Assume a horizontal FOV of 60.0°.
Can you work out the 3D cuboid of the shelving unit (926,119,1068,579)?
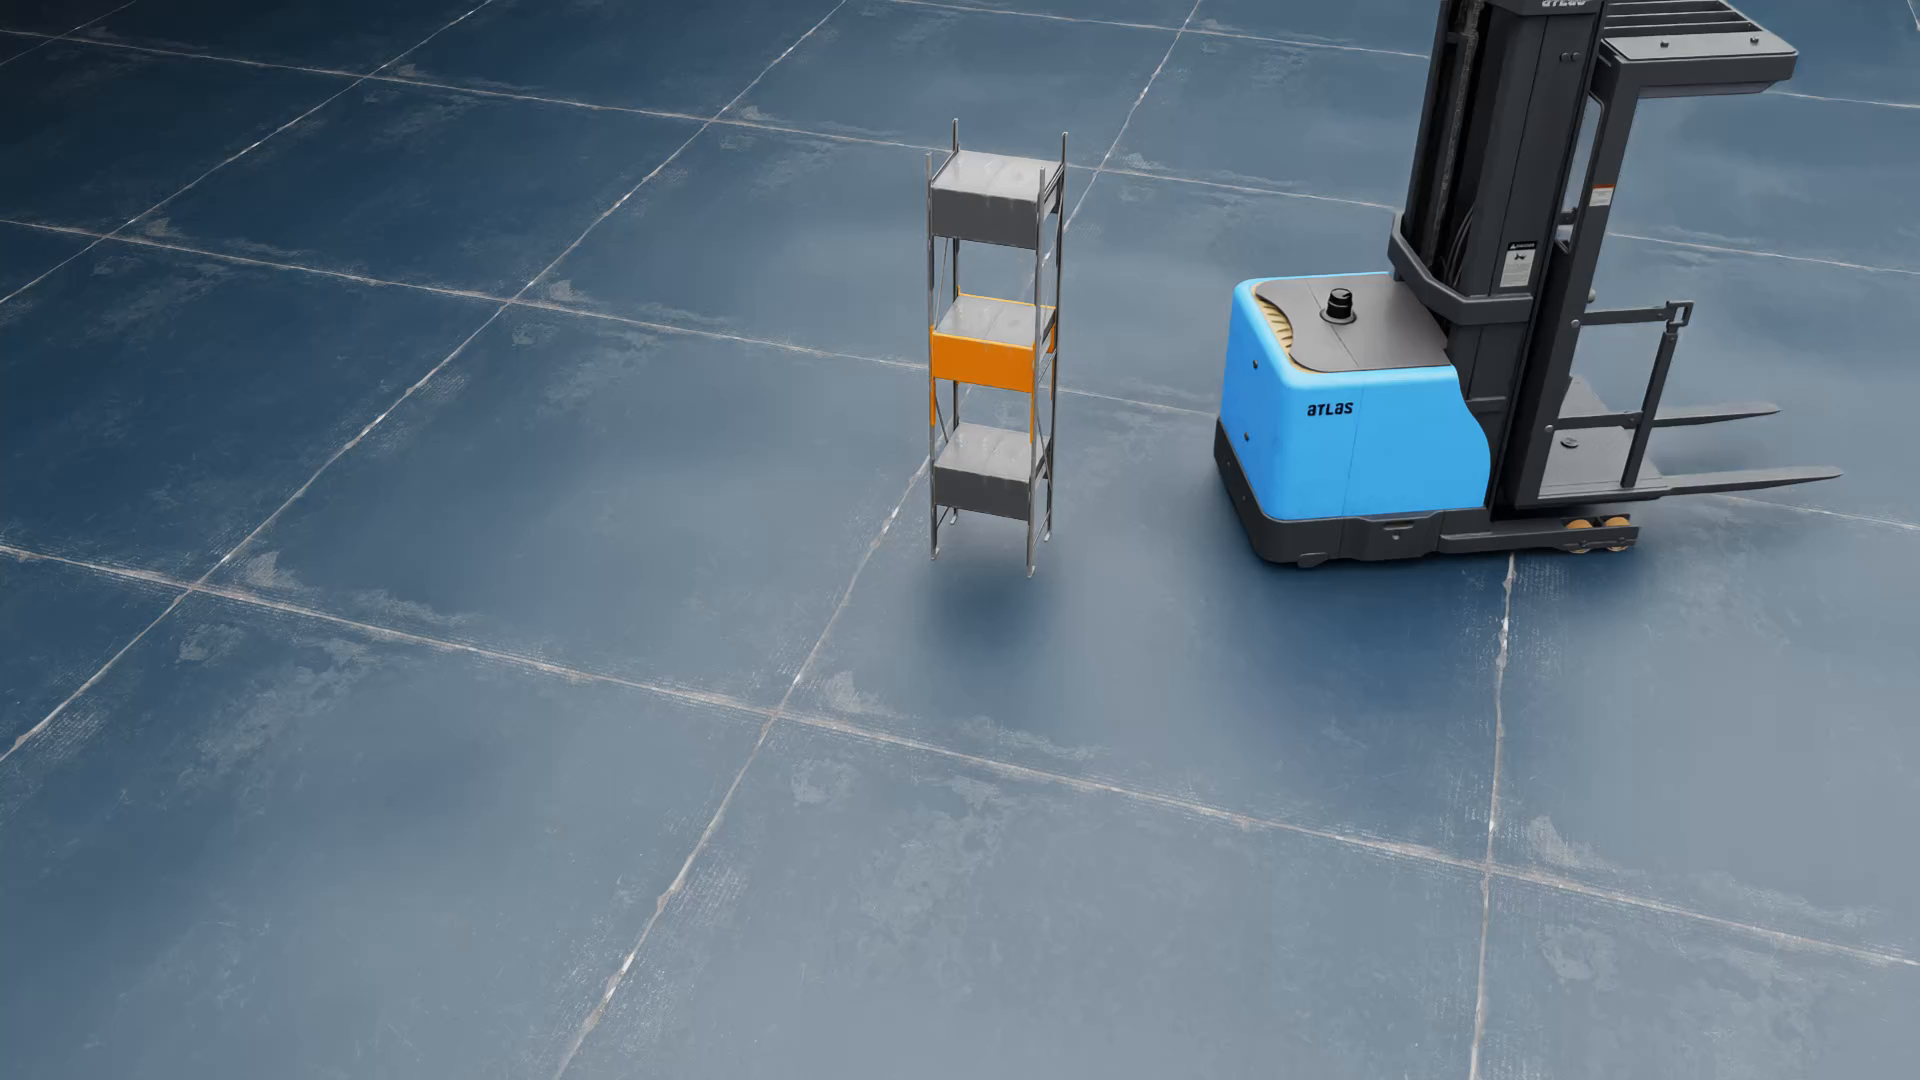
[{"bbox_3d":[0.158,-0.816,7.588,0.503,2.100,0.431,10,38,14],"label":"shelving unit"}]

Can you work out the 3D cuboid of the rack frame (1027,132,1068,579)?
[{"bbox_3d":[0.391,-0.773,7.529,0.015,2.100,0.400,10,38,14],"label":"rack frame"}]

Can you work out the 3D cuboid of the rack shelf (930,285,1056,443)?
[{"bbox_3d":[0.158,-0.805,7.596,0.480,0.518,0.431,10,38,14],"label":"rack shelf"}]

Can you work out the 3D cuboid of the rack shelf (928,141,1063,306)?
[{"bbox_3d":[0.158,-1.369,7.181,0.480,0.518,0.431,10,38,14],"label":"rack shelf"}]

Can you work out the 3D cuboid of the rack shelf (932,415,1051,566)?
[{"bbox_3d":[0.158,-0.242,8.011,0.480,0.518,0.431,10,38,14],"label":"rack shelf"}]

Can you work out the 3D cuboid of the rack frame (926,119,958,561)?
[{"bbox_3d":[-0.075,-0.860,7.646,0.015,2.100,0.400,10,38,14],"label":"rack frame"}]

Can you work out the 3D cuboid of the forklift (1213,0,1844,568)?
[{"bbox_3d":[2.885,-1.421,7.708,3.031,2.935,1.130,-4,37,-6],"label":"forklift"}]
